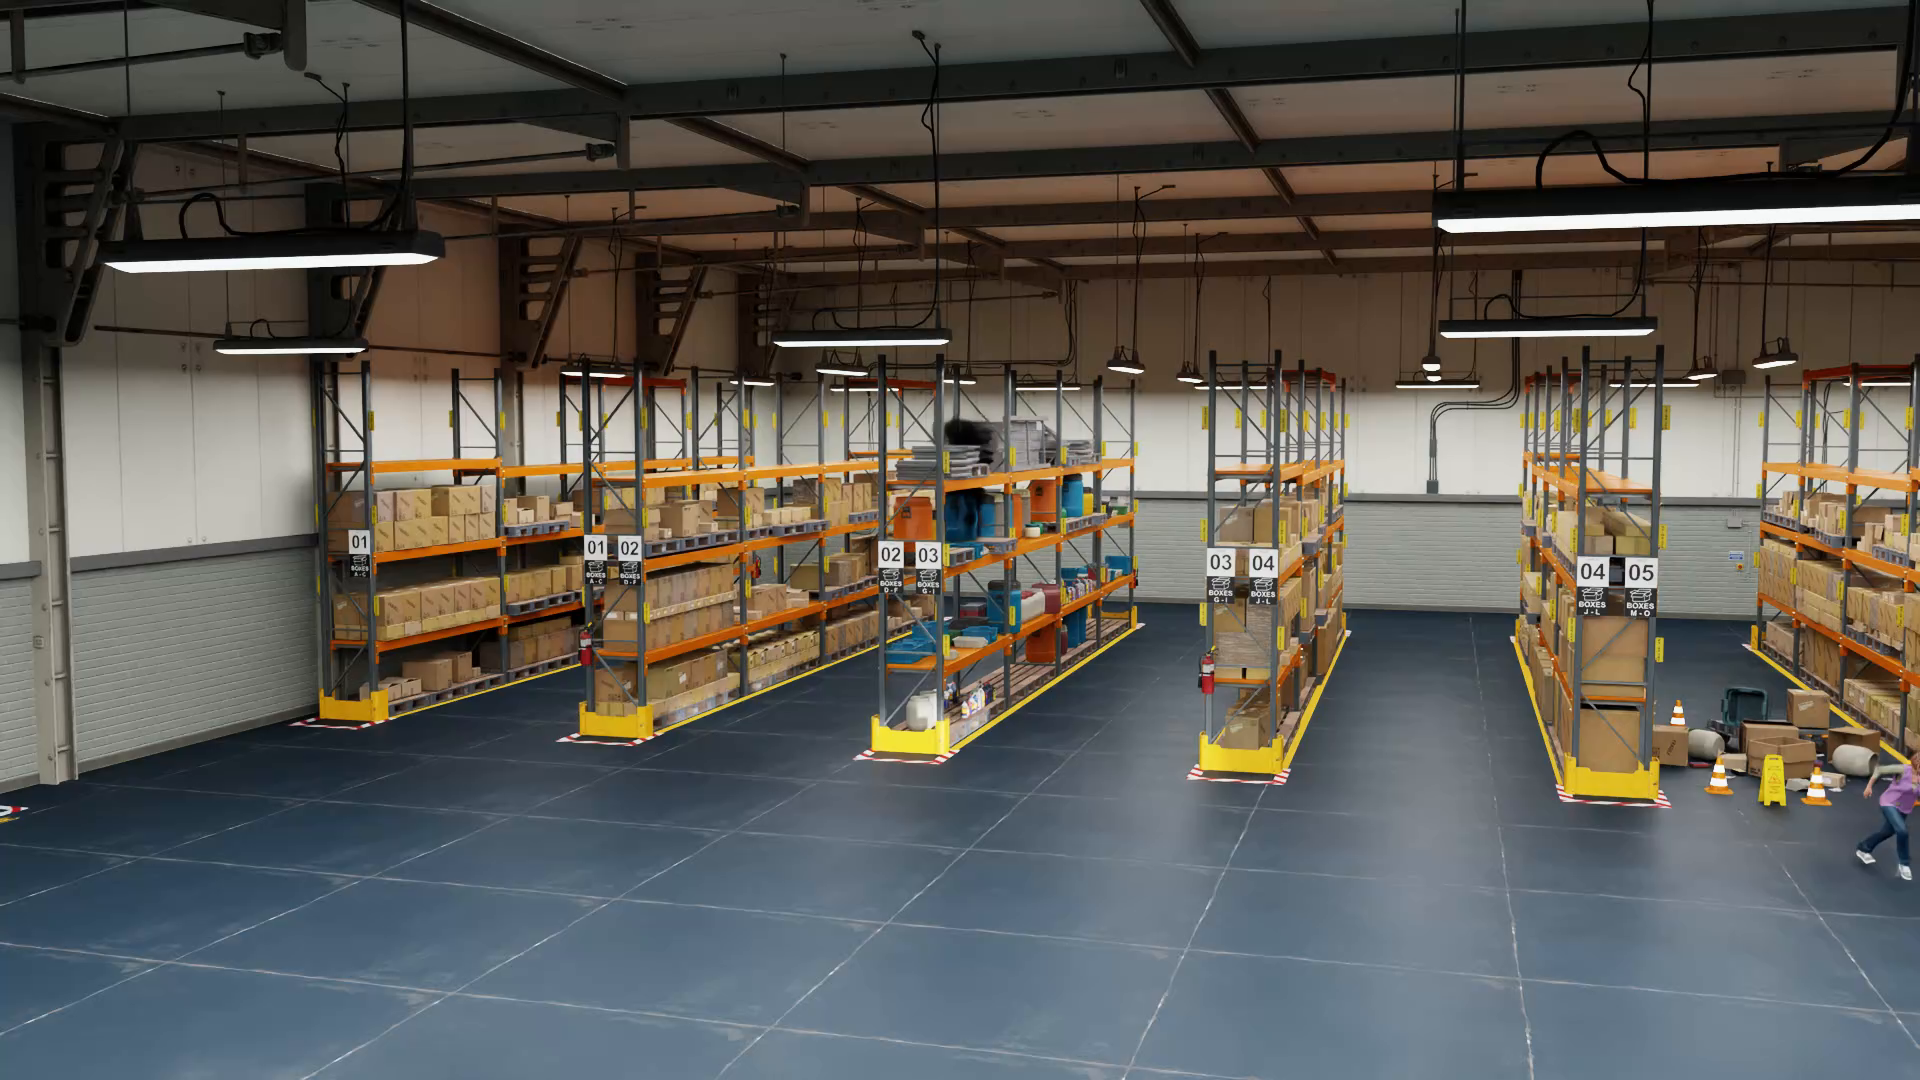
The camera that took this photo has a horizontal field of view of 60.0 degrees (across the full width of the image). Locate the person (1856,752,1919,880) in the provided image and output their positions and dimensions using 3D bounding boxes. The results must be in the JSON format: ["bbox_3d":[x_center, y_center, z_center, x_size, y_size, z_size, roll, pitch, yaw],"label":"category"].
[{"bbox_3d":[10.319,2.969,18.313,0.554,1.408,1.027,0,4,-6],"label":"person"}]
